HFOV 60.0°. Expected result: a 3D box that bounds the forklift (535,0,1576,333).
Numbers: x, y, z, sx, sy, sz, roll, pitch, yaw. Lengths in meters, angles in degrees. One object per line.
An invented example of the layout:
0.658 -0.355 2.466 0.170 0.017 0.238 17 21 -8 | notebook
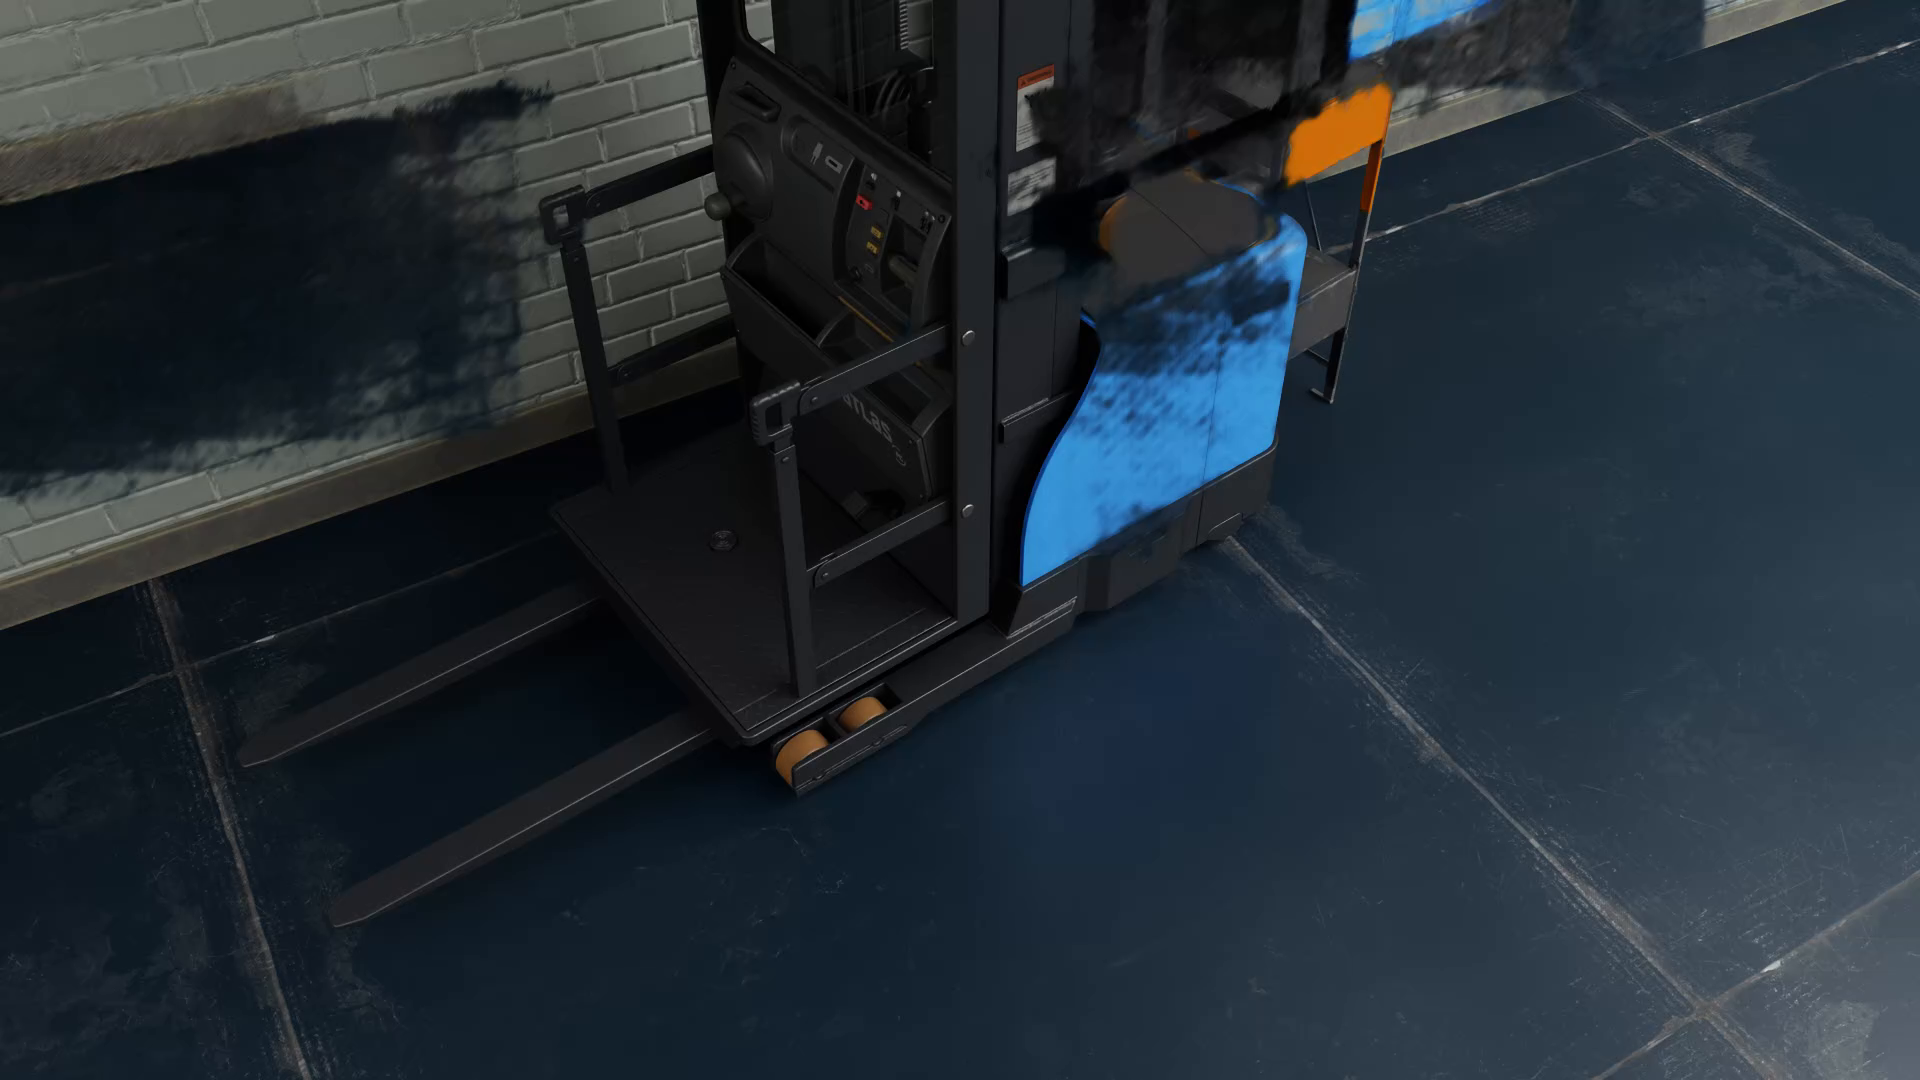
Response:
-0.495 -0.788 3.958 3.031 2.935 1.130 -28 51 -26 | forklift
